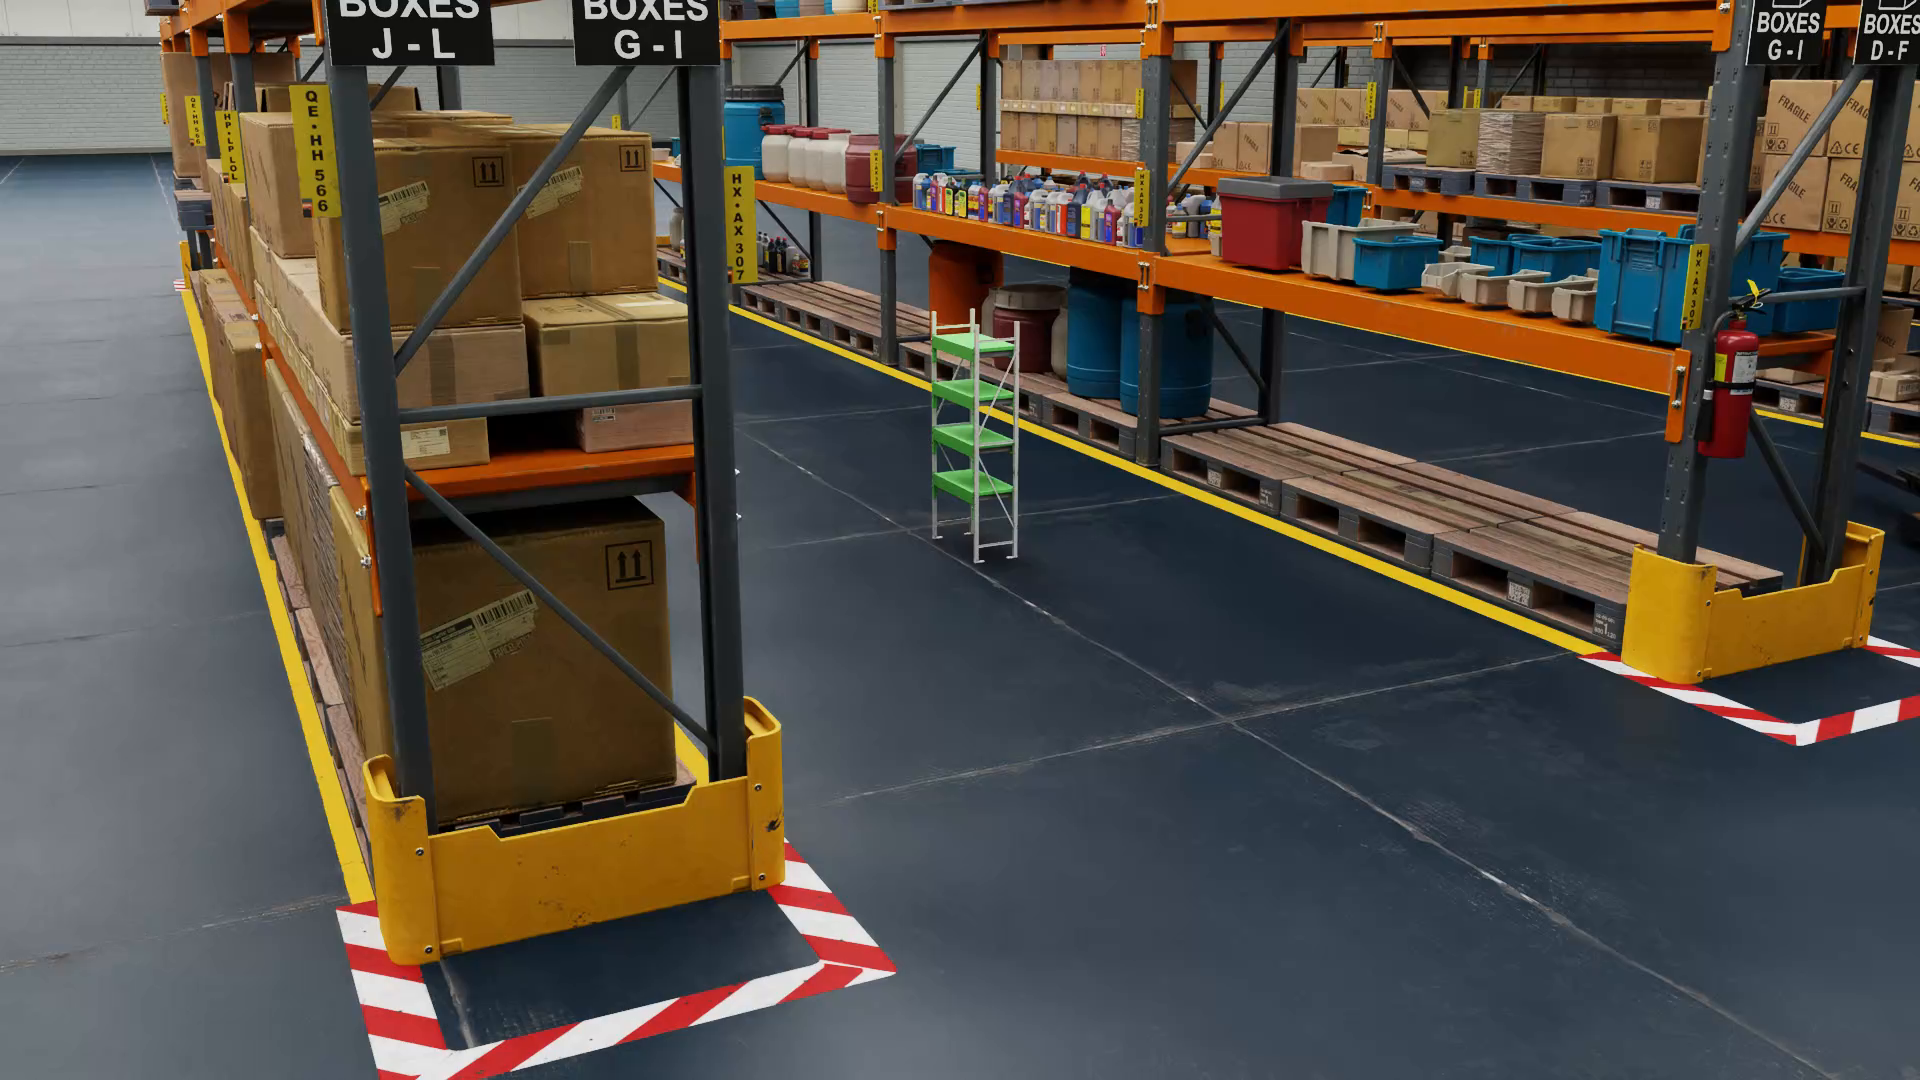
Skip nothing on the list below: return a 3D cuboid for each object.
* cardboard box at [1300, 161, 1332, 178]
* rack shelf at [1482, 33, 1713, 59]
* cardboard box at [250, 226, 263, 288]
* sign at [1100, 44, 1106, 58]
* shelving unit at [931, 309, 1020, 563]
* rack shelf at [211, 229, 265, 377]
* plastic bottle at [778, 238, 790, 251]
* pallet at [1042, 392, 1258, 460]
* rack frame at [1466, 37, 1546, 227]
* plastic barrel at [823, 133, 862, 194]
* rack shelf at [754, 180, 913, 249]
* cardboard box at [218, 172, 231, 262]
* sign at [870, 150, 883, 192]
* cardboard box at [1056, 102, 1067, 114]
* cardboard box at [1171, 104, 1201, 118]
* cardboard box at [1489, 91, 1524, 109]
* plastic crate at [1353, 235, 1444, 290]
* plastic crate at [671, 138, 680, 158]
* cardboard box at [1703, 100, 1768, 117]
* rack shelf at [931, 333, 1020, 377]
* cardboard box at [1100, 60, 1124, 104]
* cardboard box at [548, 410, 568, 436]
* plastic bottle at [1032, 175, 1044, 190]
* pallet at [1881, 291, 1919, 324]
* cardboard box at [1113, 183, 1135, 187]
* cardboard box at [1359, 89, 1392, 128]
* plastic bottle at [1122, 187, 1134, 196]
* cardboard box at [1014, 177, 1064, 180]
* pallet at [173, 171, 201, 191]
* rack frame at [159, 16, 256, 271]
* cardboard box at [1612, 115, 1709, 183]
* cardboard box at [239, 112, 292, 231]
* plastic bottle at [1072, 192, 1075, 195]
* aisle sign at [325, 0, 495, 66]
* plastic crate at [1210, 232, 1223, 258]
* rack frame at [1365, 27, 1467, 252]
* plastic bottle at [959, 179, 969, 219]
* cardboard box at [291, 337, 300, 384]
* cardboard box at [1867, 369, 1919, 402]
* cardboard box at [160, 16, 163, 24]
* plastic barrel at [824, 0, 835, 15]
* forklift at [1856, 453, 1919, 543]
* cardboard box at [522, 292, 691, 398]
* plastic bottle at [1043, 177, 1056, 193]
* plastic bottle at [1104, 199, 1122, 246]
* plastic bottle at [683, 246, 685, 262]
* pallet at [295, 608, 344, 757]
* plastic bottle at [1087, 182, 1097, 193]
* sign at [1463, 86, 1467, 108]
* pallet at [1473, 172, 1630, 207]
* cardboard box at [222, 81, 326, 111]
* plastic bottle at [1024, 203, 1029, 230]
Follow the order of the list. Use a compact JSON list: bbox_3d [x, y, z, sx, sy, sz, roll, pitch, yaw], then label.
[{"bbox_3d":[3.666,-3.738,16.795,0.380,0.149,0.250,-6,17,-21],"label":"cardboard box"},{"bbox_3d":[7.851,-5.741,19.185,1.077,0.370,4.000,-8,18,-25],"label":"rack shelf"},{"bbox_3d":[-2.909,-1.284,7.521,0.500,0.250,0.500,-8,18,-26],"label":"cardboard box"},{"bbox_3d":[2.716,-9.297,31.508,0.001,0.298,0.199,-8,18,-25],"label":"sign"},{"bbox_3d":[0.072,-0.536,8.442,0.258,1.200,0.503,-8,18,-25],"label":"shelving unit"},{"bbox_3d":[-3.755,-1.512,9.885,1.077,0.370,4.000,-8,18,-25],"label":"rack shelf"},{"bbox_3d":[-1.912,-3.132,18.233,0.144,0.351,0.185,-7,17,-23],"label":"plastic bottle"},{"bbox_3d":[1.273,-0.816,11.212,1.003,0.211,1.213,-8,18,-25],"label":"pallet"},{"bbox_3d":[6.974,-5.141,21.228,1.000,3.000,0.127,-8,18,-25],"label":"rack frame"},{"bbox_3d":[-1.006,-3.340,14.747,0.421,0.512,0.421,0,16,0],"label":"plastic barrel"},{"bbox_3d":[-1.055,-3.102,15.427,1.077,0.370,4.000,-8,18,-25],"label":"rack shelf"},{"bbox_3d":[-3.990,-1.870,9.647,0.500,0.500,0.500,-8,18,-25],"label":"cardboard box"},{"bbox_3d":[-0.670,-2.962,13.339,0.100,0.325,0.005,-8,18,-25],"label":"sign"},{"bbox_3d":[1.422,-5.389,20.733,0.380,0.149,0.250,-7,18,-24],"label":"cardboard box"},{"bbox_3d":[2.579,-4.991,19.349,0.380,0.149,0.250,-8,18,-25],"label":"cardboard box"},{"bbox_3d":[6.956,-5.581,21.636,0.500,0.500,0.500,-8,18,-26],"label":"cardboard box"},{"bbox_3d":[2.196,-1.395,8.369,0.416,0.233,0.300,-8,18,-25],"label":"plastic crate"},{"bbox_3d":[-3.195,-4.776,20.226,0.499,0.251,0.616,-8,18,-25],"label":"plastic crate"},{"bbox_3d":[8.512,-4.524,18.099,0.700,0.500,0.500,-10,19,-31],"label":"cardboard box"},{"bbox_3d":[0.072,-0.936,8.327,0.258,0.148,0.480,-8,18,-25],"label":"rack shelf"},{"bbox_3d":[2.101,-5.448,19.763,0.700,0.500,0.500,-8,18,-25],"label":"cardboard box"},{"bbox_3d":[-1.099,-0.440,5.303,0.380,0.149,0.250,-8,18,-26],"label":"cardboard box"},{"bbox_3d":[0.602,-2.705,12.973,0.097,0.271,0.097,0,16,0],"label":"plastic bottle"},{"bbox_3d":[9.535,-2.302,16.391,1.003,0.211,1.213,-8,18,-25],"label":"pallet"},{"bbox_3d":[2.163,-4.183,20.753,0.500,0.500,0.500,-8,18,-25],"label":"cardboard box"},{"bbox_3d":[5.826,-5.897,22.738,0.500,0.500,0.500,-7,17,-23],"label":"cardboard box"},{"bbox_3d":[1.206,-2.349,11.721,0.152,0.276,0.135,-8,18,-25],"label":"plastic bottle"},{"bbox_3d":[1.026,-4.490,21.824,0.500,0.500,0.500,-8,18,-25],"label":"cardboard box"},{"bbox_3d":[-6.180,-3.046,14.275,1.003,0.211,1.213,-8,18,-25],"label":"pallet"},{"bbox_3d":[-8.136,-4.337,18.427,1.000,3.000,0.127,-8,18,-25],"label":"rack frame"},{"bbox_3d":[5.663,-3.115,13.225,0.700,0.500,0.500,-5,17,-16],"label":"cardboard box"},{"bbox_3d":[-2.899,-1.643,7.413,0.500,0.500,0.500,-8,18,-25],"label":"cardboard box"},{"bbox_3d":[0.774,-2.226,11.302,0.097,0.271,0.097,0,16,0],"label":"plastic bottle"},{"bbox_3d":[-1.365,-1.565,4.055,0.394,0.787,0.004,-8,18,-25],"label":"aisle sign"},{"bbox_3d":[1.649,-1.730,9.709,0.396,0.136,0.243,-8,18,-25],"label":"plastic crate"},{"bbox_3d":[4.275,-3.550,15.682,1.000,3.000,0.127,-8,18,-25],"label":"rack frame"},{"bbox_3d":[0.042,-2.539,12.372,0.061,0.283,0.133,-8,18,-25],"label":"plastic bottle"},{"bbox_3d":[-2.248,-0.677,6.126,0.380,0.149,0.250,-7,18,-24],"label":"cardboard box"},{"bbox_3d":[6.405,-1.064,11.359,0.380,0.166,0.250,-8,18,-25],"label":"cardboard box"},{"bbox_3d":[-7.926,-5.429,17.065,0.500,0.250,0.500,-8,18,-26],"label":"cardboard box"},{"bbox_3d":[-0.940,-5.202,15.095,0.600,0.901,0.708,-8,18,-25],"label":"plastic barrel"},{"bbox_3d":[5.501,-1.323,8.047,1.130,2.935,3.031,0,16,-1],"label":"forklift"},{"bbox_3d":[-1.094,-0.592,5.110,0.500,0.250,0.500,-8,18,-26],"label":"cardboard box"},{"bbox_3d":[0.688,-2.657,12.804,0.097,0.271,0.097,0,16,0],"label":"plastic bottle"},{"bbox_3d":[0.968,-2.015,10.545,0.061,0.283,0.133,-8,18,-25],"label":"plastic bottle"},{"bbox_3d":[-3.124,-3.289,19.050,0.097,0.201,0.097,0,16,0],"label":"plastic bottle"},{"bbox_3d":[-2.078,0.480,6.697,1.003,0.211,1.213,-8,18,-25],"label":"pallet"},{"bbox_3d":[0.967,-2.478,12.158,0.061,0.283,0.133,-8,18,-25],"label":"plastic bottle"},{"bbox_3d":[4.759,-4.136,15.770,0.100,0.325,0.005,-8,18,-25],"label":"sign"},{"bbox_3d":[5.132,-2.976,14.030,1.003,0.211,1.213,-8,18,-25],"label":"pallet"},{"bbox_3d":[-4.326,-2.701,10.723,0.797,0.503,0.637,-7,17,-23],"label":"cardboard box"},{"bbox_3d":[0.493,-2.255,11.532,0.097,0.201,0.097,0,16,0],"label":"plastic bottle"}]
